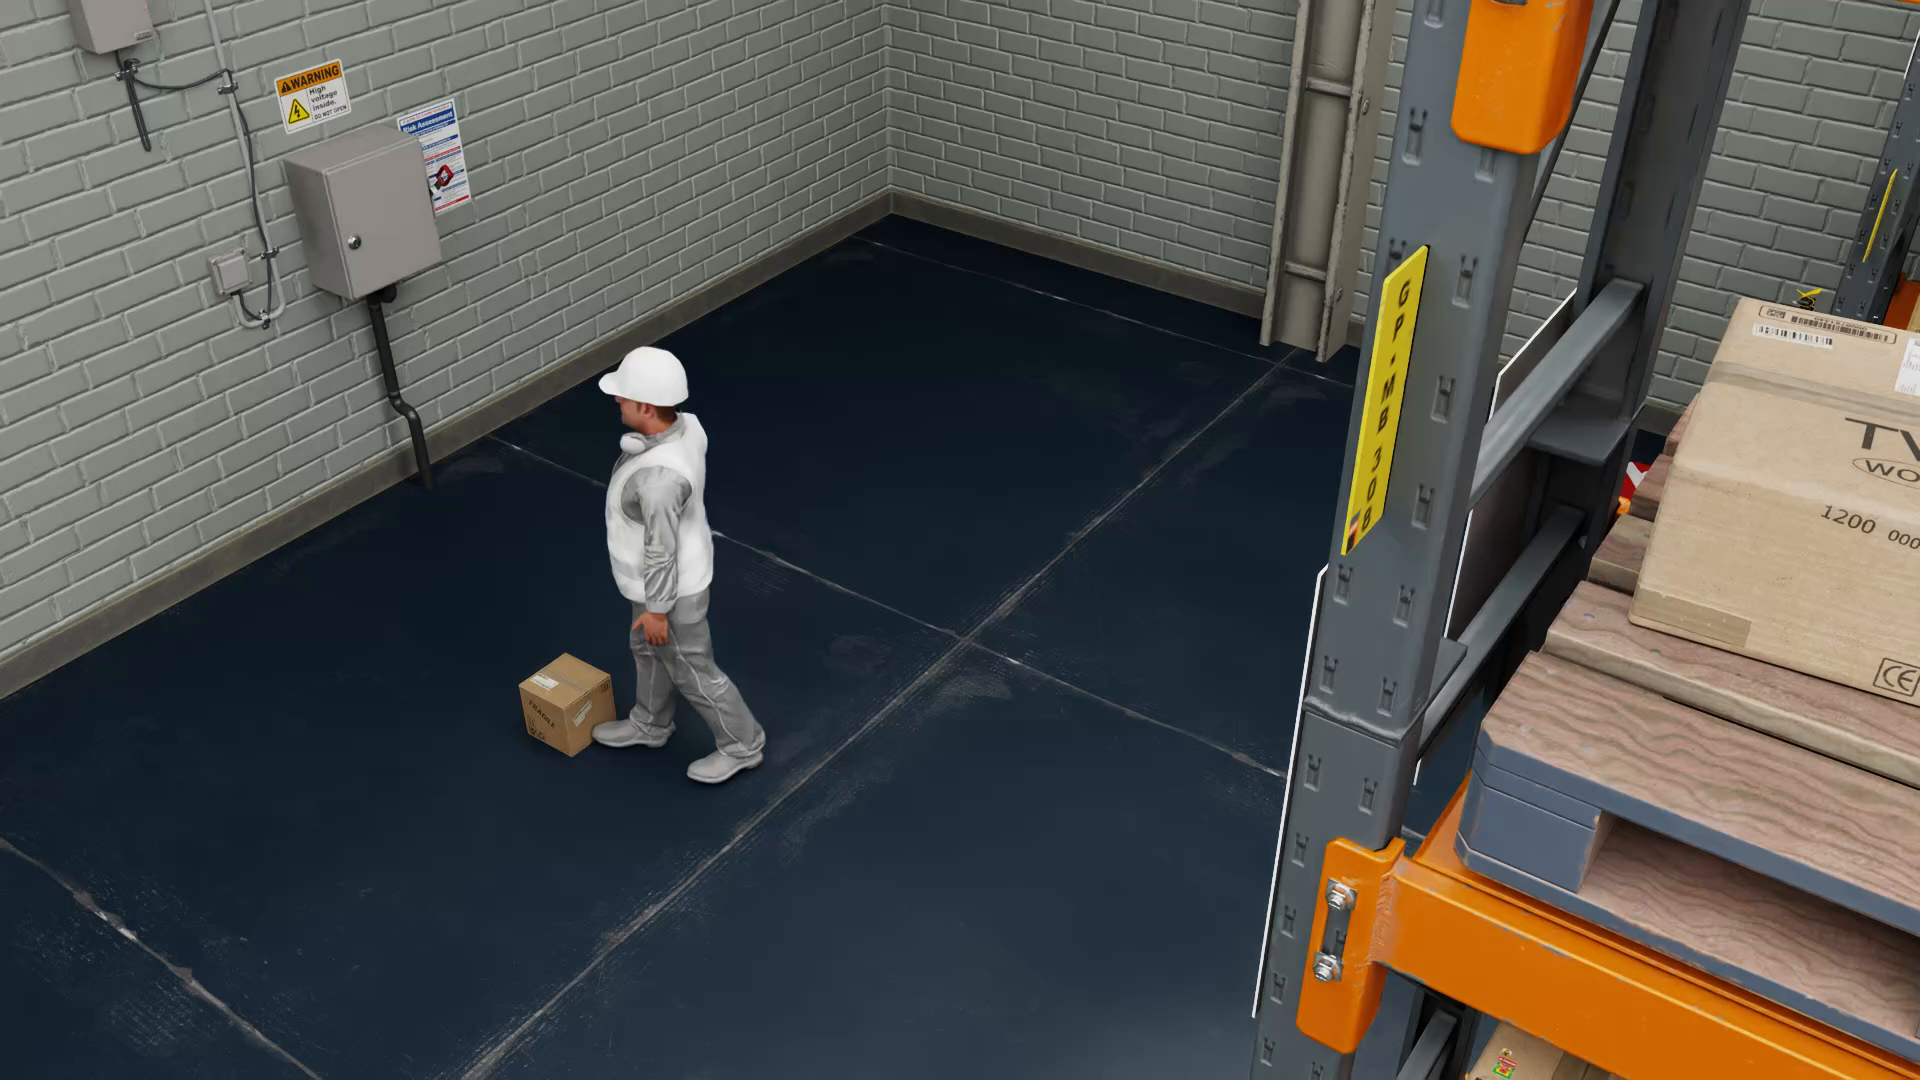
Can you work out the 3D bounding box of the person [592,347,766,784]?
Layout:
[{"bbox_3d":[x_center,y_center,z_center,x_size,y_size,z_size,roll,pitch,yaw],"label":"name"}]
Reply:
[{"bbox_3d":[-1.087,0.121,5.934,0.690,1.769,0.532,-2,34,-3],"label":"person"}]
